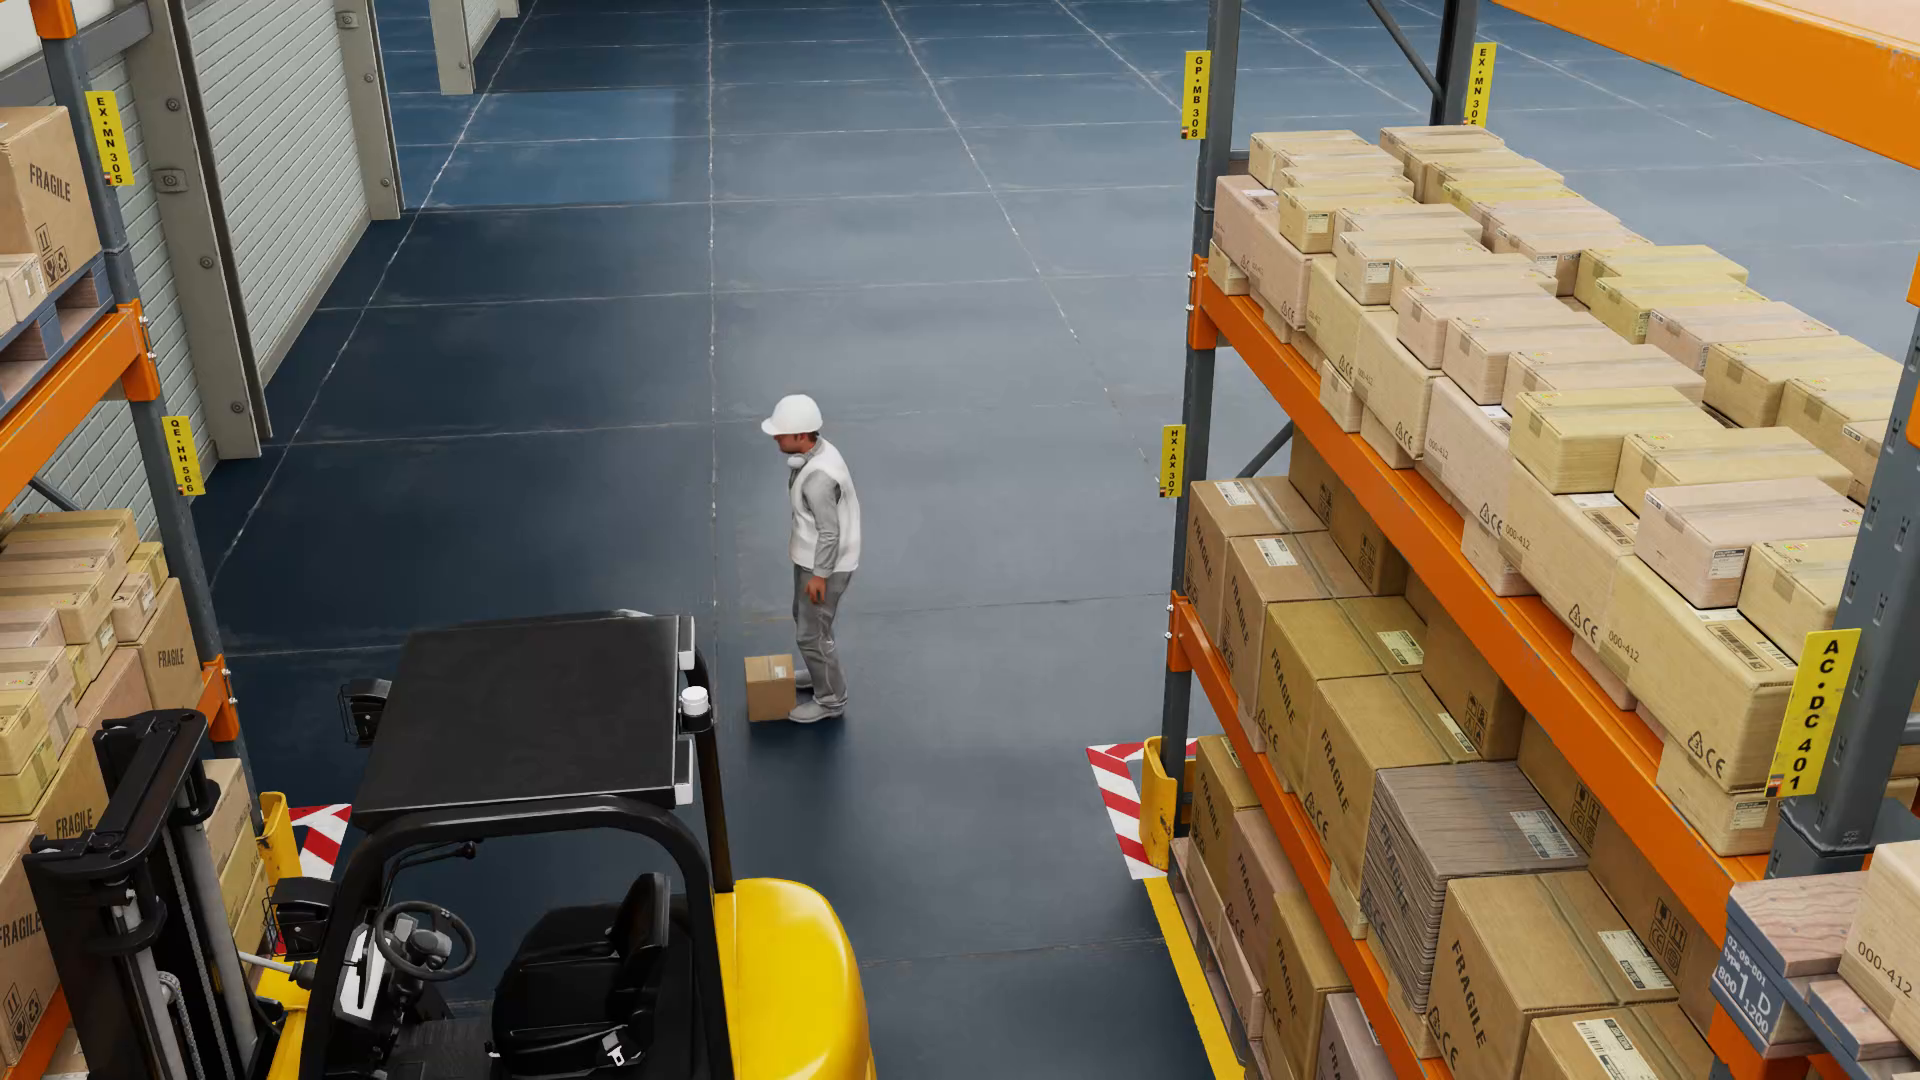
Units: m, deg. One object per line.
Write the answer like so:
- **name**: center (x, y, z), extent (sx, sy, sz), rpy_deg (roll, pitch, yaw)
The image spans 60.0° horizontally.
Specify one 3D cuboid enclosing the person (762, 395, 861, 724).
- **person**: center (-0.734, 0.083, 8.430), extent (0.464, 1.767, 0.583), rpy_deg (-5, 27, -10)
